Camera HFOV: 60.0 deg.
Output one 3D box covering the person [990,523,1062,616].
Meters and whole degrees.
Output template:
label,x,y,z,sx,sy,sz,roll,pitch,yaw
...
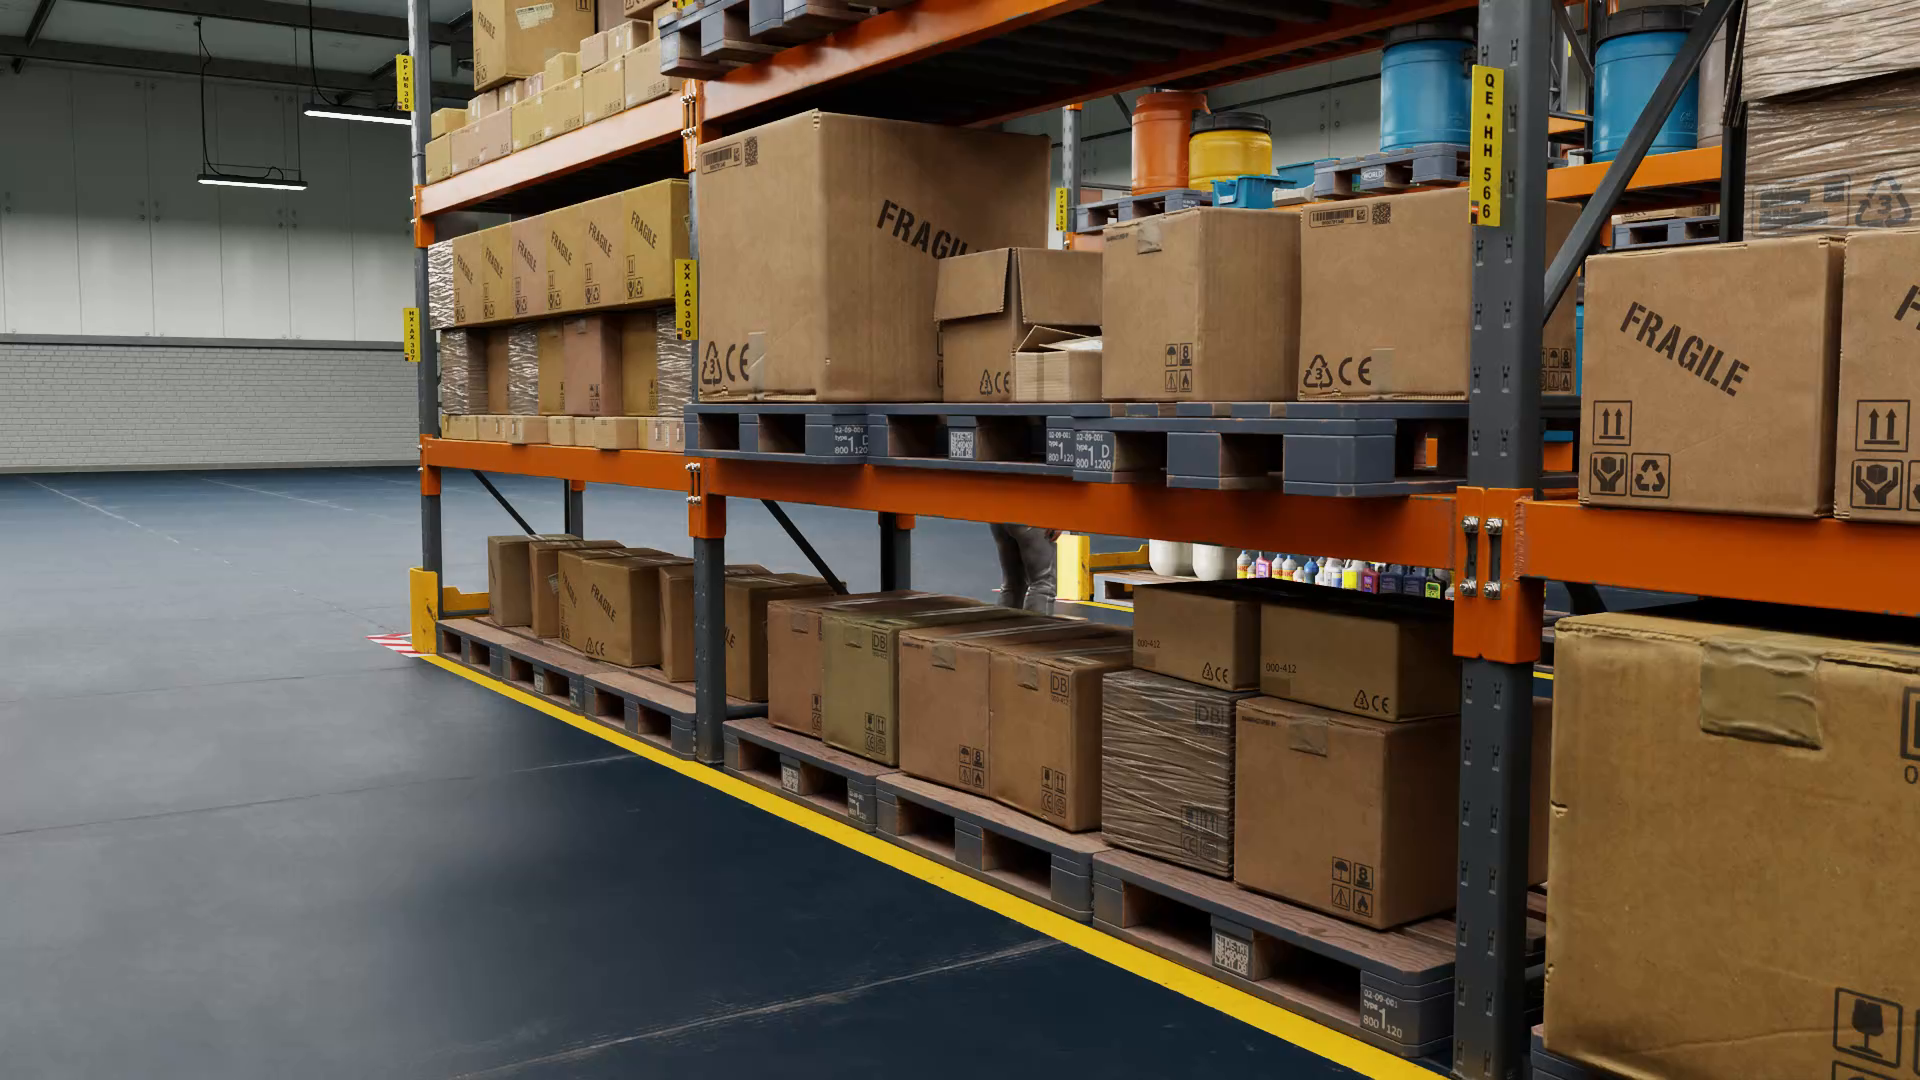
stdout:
label,x,y,z,sx,sy,sz,roll,pitch,yaw
person,0.381,-0.160,9.624,0.464,1.771,0.581,-3,6,-34
